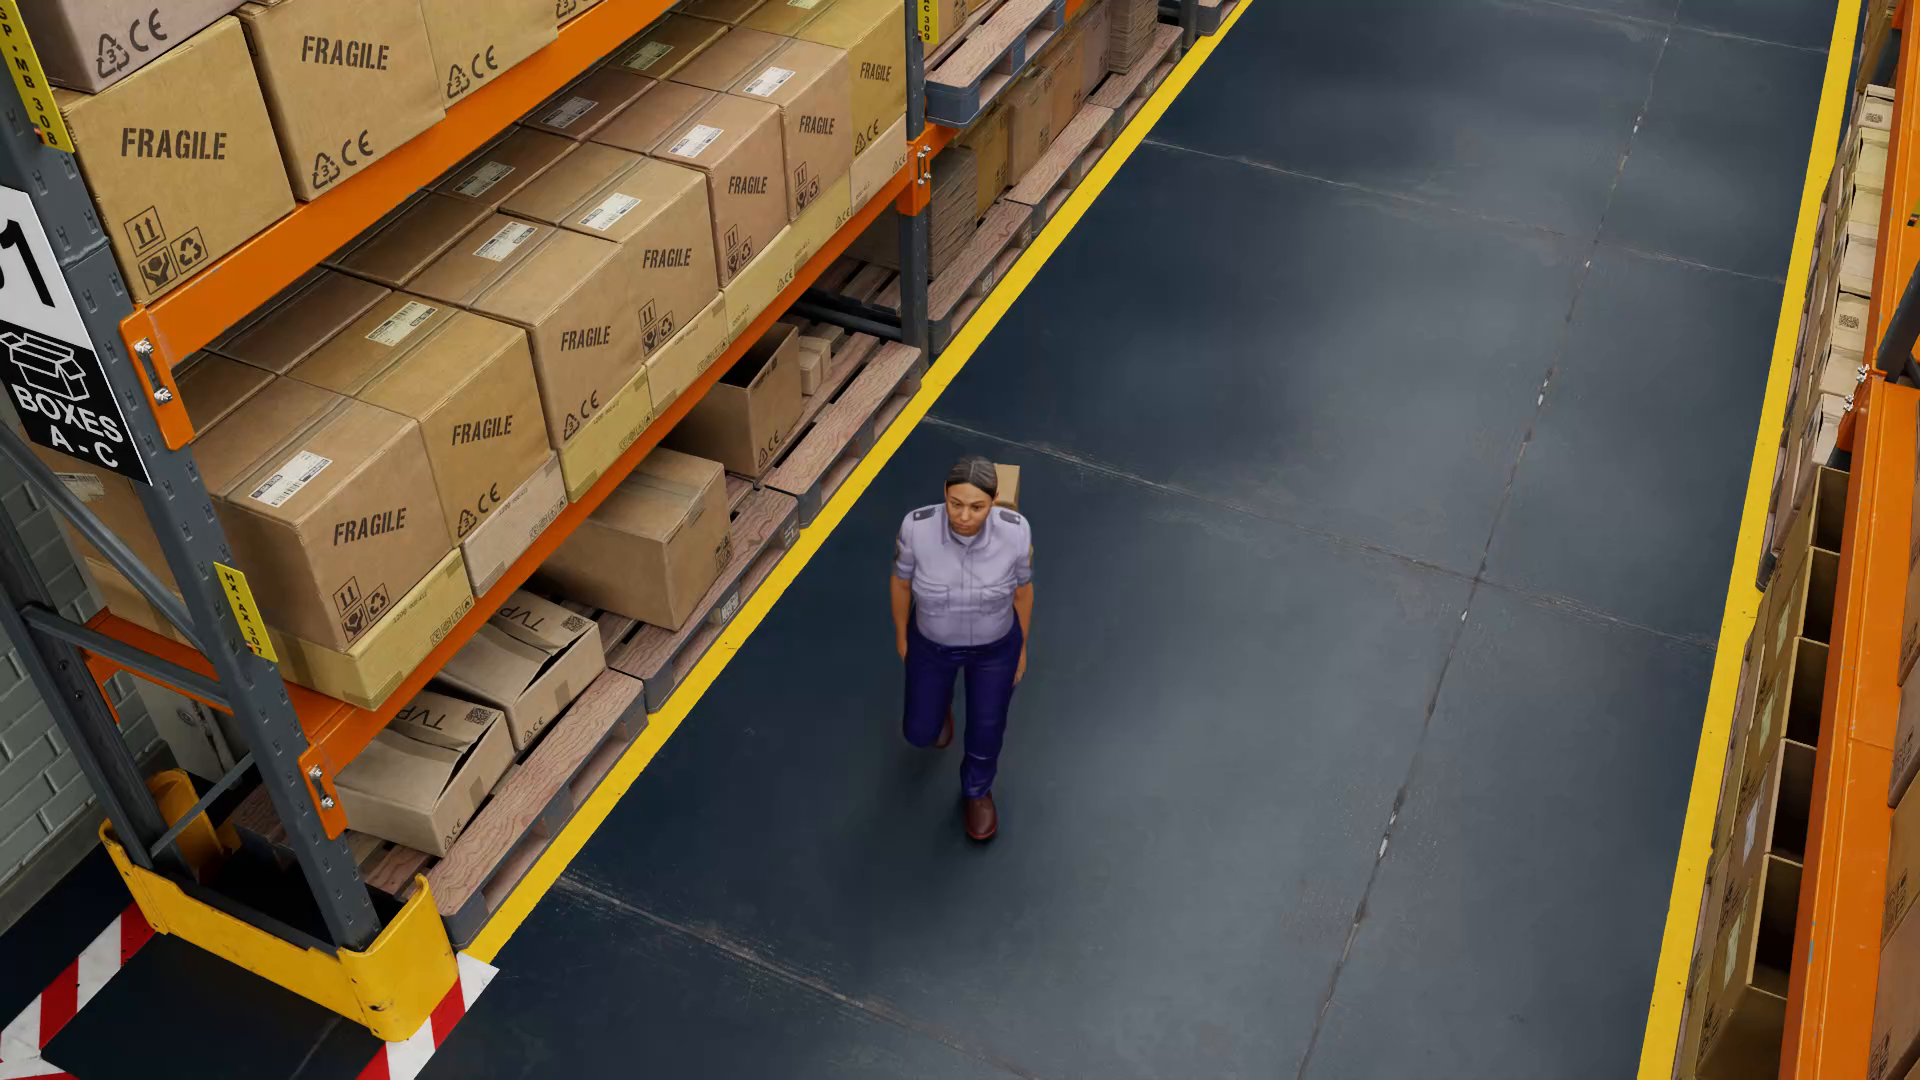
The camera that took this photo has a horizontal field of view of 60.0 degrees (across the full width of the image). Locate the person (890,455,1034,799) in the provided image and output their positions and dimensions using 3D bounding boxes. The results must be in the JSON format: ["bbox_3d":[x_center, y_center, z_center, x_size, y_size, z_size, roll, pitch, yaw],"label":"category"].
[{"bbox_3d":[0.007,0.279,5.786,0.486,1.568,0.482,0,42,0],"label":"person"}]
